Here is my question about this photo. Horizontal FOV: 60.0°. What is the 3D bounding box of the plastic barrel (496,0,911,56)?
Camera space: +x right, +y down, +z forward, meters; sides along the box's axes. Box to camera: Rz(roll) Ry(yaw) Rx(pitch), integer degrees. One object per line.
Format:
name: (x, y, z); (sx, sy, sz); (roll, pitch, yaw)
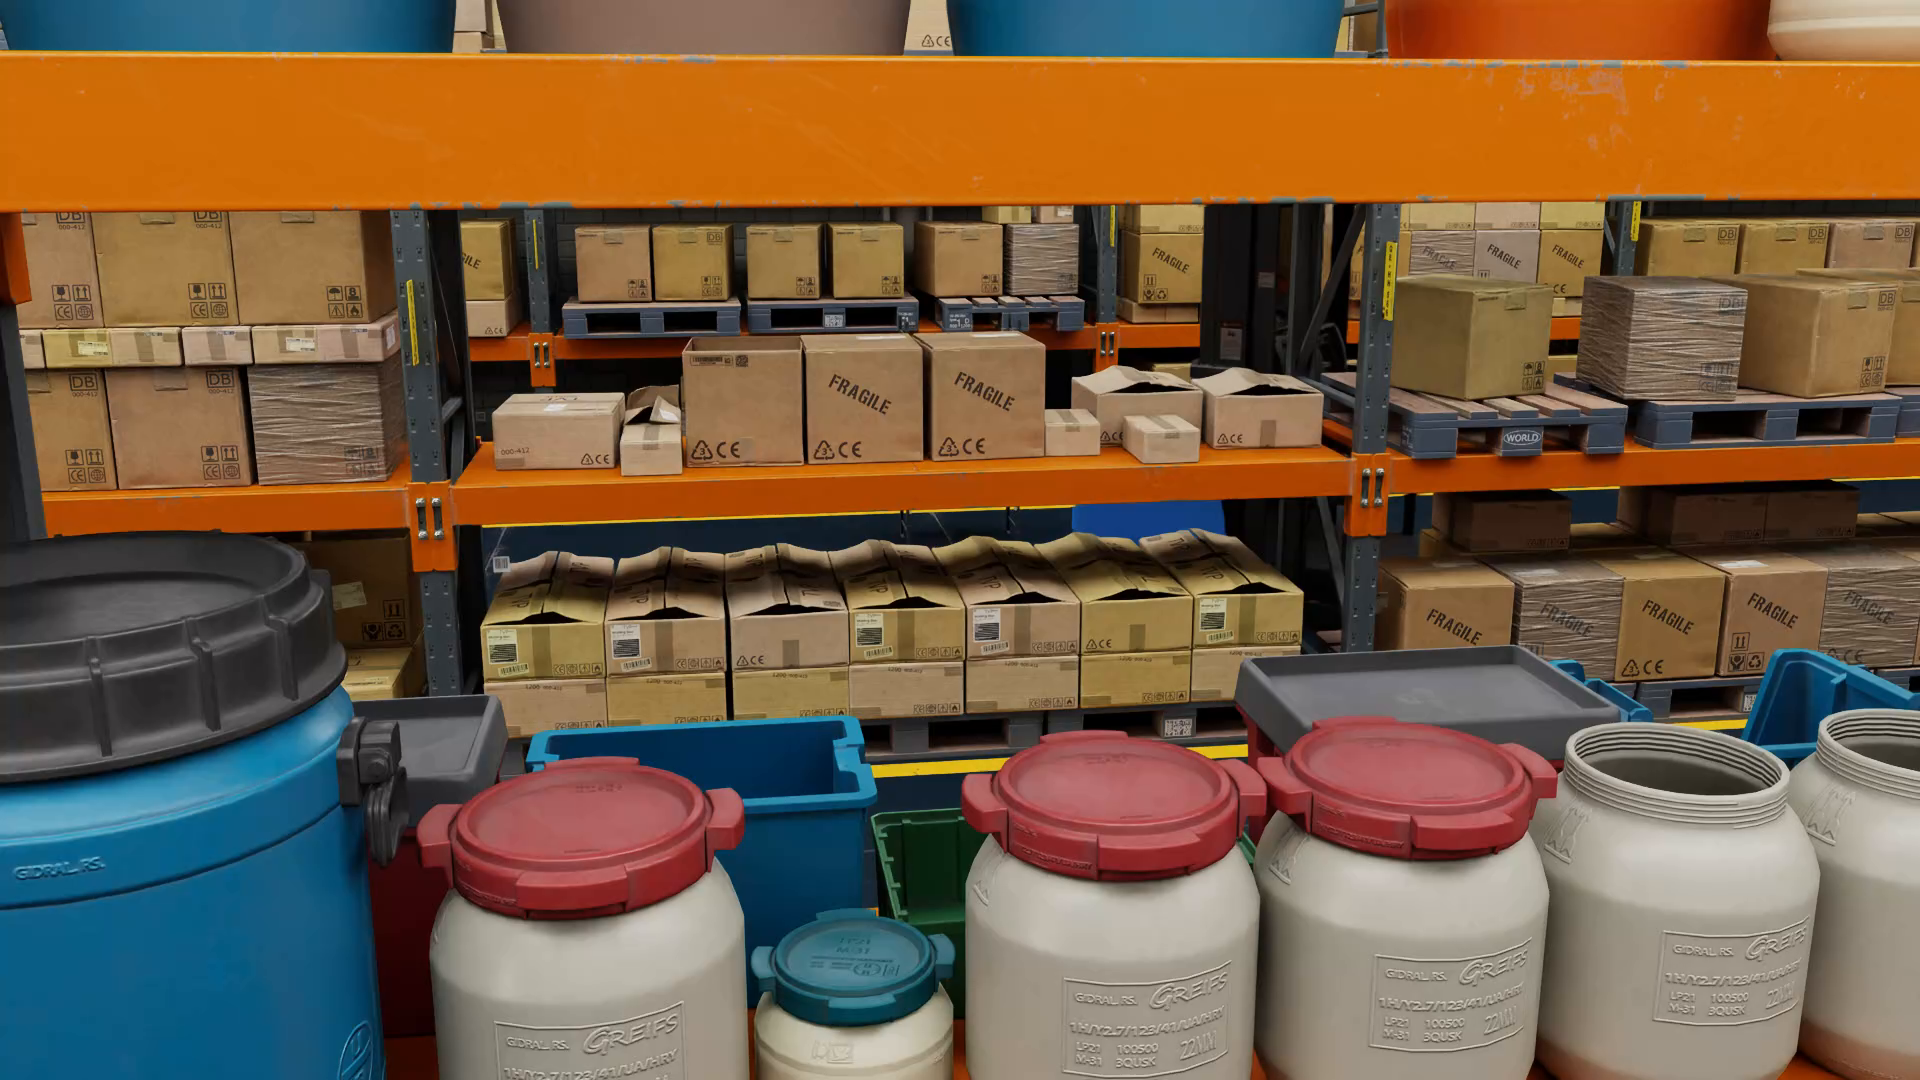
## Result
plastic barrel: (-0.370, -1.124, 2.341); (0.600, 0.901, 0.600); (0, 14, 0)

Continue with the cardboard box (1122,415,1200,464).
cardboard box: (0.886, -0.447, 7.355); (0.250, 0.149, 0.380); (-2, 14, -8)

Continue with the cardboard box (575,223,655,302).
cardboard box: (-2.454, -1.987, 11.868); (0.500, 0.500, 0.700); (-2, 14, -8)

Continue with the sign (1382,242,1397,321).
sign: (1.820, -1.096, 7.047); (0.005, 0.325, 0.100); (-2, 14, -8)

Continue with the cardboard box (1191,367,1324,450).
cardboard box: (1.368, -0.622, 7.720); (0.500, 0.311, 0.500); (-1, 14, -5)

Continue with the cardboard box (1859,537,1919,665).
cardboard box: (4.754, 0.289, 8.139); (0.500, 0.500, 0.500); (-2, 14, -8)

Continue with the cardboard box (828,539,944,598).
cardboard box: (-0.358, 0.196, 7.911); (0.500, 0.311, 0.500); (-2, 14, -9)

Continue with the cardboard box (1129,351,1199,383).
cardboard box: (1.739, -1.016, 12.661); (0.750, 0.750, 0.750); (-2, 14, -9)

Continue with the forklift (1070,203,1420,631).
forklift: (2.166, -1.043, 9.357); (3.031, 2.935, 1.130); (9, 17, 33)

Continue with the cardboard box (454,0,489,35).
cardboard box: (-3.418, -3.629, 11.059); (0.500, 0.500, 0.500); (-3, 14, -13)

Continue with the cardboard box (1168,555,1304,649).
cardboard box: (1.253, 0.268, 7.623); (0.500, 0.311, 0.500); (-2, 14, -7)

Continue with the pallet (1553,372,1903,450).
pallet: (3.657, -0.647, 8.029); (1.213, 0.211, 1.003); (-2, 14, -8)

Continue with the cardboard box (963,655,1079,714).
cardboard box: (0.243, 0.577, 7.546); (0.500, 0.250, 0.500); (-2, 14, -7)

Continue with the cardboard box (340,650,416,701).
cardboard box: (-2.647, 0.676, 7.149); (0.500, 0.250, 0.500); (-2, 14, -8)

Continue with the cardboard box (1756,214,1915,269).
cardboard box: (6.927, -2.220, 13.290); (0.700, 0.700, 0.980); (-3, 14, -11)

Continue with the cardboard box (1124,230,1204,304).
cardboard box: (1.511, -2.018, 12.244); (0.500, 0.500, 0.500); (-2, 14, -7)

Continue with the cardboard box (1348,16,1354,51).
cardboard box: (3.016, -3.677, 12.443); (0.500, 0.500, 0.700); (-2, 14, -8)

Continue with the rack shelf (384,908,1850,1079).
rack shelf: (0.491, 0.945, 2.767); (4.000, 0.370, 1.077); (-2, 14, -8)

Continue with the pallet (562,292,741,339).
pallet: (-2.185, -1.614, 11.887); (1.213, 0.211, 1.003); (-2, 14, -8)

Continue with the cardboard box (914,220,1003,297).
cardboard box: (-0.019, -2.075, 12.221); (0.500, 0.500, 0.700); (-3, 14, -14)

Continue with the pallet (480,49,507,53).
pallet: (-1.351, -1.920, 6.940); (1.217, 0.209, 0.805); (-3, 14, -11)

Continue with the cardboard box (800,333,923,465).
cardboard box: (-0.443, -0.633, 7.373); (0.500, 0.500, 0.500); (-2, 14, -8)

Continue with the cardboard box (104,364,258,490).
cardboard box: (-3.180, -0.533, 6.977); (0.500, 0.500, 0.700); (-2, 14, -9)

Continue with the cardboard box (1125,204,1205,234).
cardboard box: (1.508, -2.381, 12.151); (0.500, 0.250, 0.500); (-2, 14, -7)

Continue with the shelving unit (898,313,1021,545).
shelving unit: (-0.007, -0.727, 11.038); (0.755, 1.500, 0.431); (-2, 14, -8)

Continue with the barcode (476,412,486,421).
barcode: (-3.532, -0.909, 12.256); (0.075, 0.075, 0.001); (-2, 14, -8)

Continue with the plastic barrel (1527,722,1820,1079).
plastic barrel: (1.067, 0.573, 2.540); (0.421, 0.512, 0.421); (0, 14, 0)

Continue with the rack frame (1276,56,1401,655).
rack frame: (1.734, -0.668, 7.720); (0.127, 3.000, 1.000); (-2, 14, -8)

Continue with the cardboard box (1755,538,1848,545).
cardboard box: (4.154, 0.183, 8.559); (0.500, 0.500, 0.500); (-2, 14, -8)

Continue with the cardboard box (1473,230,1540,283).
cardboard box: (4.026, -2.109, 12.606); (0.500, 0.500, 0.500); (-2, 14, -8)

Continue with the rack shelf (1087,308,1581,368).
rack shelf: (2.970, -1.583, 12.847); (4.000, 0.370, 1.077); (-2, 14, -8)

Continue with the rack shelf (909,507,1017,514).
rack shelf: (-0.007, -0.411, 11.118); (0.720, 0.370, 0.431); (-2, 14, -8)

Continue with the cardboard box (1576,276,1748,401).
cardboard box: (3.273, -0.958, 7.805); (0.500, 0.500, 0.700); (1, 14, 2)

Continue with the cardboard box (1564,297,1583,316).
cardboard box: (4.656, -1.812, 12.756); (0.250, 0.149, 0.380); (-2, 14, -8)

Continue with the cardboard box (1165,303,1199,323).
cardboard box: (1.603, -1.711, 12.352); (0.250, 0.149, 0.380); (-2, 14, -8)

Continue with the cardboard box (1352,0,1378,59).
cardboard box: (2.161, -2.196, 7.438); (0.500, 0.500, 0.910); (-2, 14, -8)

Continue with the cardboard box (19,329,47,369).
cardboard box: (-3.714, -0.779, 6.624); (0.250, 0.149, 0.380); (-2, 14, -7)

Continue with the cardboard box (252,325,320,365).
cardboard box: (-2.703, -0.816, 6.772); (0.250, 0.149, 0.380); (-2, 14, -9)

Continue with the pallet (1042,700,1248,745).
pallet: (0.914, 0.705, 7.977); (1.213, 0.211, 1.003); (-2, 14, -8)

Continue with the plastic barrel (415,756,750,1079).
plastic barrel: (-0.508, 0.621, 2.302); (0.433, 0.535, 0.433); (0, 14, 0)

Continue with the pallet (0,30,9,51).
pallet: (-3.061, -1.898, 6.640); (1.213, 0.211, 1.003); (-2, 14, -8)

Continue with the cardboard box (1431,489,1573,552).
cardboard box: (2.679, -0.126, 8.252); (0.500, 0.250, 0.500); (-2, 14, -6)

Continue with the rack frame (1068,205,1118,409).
rack frame: (0.993, -1.860, 12.471); (0.127, 3.000, 1.000); (-2, 14, -8)

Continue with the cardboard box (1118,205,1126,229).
cardboard box: (1.402, -2.505, 12.643); (0.500, 0.250, 0.500); (-2, 14, -7)

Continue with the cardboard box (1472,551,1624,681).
cardboard box: (2.744, 0.363, 7.843); (0.500, 0.500, 0.500); (-3, 14, -10)

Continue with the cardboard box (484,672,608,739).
cardboard box: (-1.785, 0.652, 7.246); (0.500, 0.250, 0.500); (-2, 14, -10)

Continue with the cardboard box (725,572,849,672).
cardboard box: (-0.768, 0.344, 7.321); (0.500, 0.311, 0.500); (-3, 14, -10)

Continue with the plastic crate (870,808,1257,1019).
plastic crate: (0.193, 0.640, 2.938); (0.662, 0.188, 0.450); (-2, 14, -8)
